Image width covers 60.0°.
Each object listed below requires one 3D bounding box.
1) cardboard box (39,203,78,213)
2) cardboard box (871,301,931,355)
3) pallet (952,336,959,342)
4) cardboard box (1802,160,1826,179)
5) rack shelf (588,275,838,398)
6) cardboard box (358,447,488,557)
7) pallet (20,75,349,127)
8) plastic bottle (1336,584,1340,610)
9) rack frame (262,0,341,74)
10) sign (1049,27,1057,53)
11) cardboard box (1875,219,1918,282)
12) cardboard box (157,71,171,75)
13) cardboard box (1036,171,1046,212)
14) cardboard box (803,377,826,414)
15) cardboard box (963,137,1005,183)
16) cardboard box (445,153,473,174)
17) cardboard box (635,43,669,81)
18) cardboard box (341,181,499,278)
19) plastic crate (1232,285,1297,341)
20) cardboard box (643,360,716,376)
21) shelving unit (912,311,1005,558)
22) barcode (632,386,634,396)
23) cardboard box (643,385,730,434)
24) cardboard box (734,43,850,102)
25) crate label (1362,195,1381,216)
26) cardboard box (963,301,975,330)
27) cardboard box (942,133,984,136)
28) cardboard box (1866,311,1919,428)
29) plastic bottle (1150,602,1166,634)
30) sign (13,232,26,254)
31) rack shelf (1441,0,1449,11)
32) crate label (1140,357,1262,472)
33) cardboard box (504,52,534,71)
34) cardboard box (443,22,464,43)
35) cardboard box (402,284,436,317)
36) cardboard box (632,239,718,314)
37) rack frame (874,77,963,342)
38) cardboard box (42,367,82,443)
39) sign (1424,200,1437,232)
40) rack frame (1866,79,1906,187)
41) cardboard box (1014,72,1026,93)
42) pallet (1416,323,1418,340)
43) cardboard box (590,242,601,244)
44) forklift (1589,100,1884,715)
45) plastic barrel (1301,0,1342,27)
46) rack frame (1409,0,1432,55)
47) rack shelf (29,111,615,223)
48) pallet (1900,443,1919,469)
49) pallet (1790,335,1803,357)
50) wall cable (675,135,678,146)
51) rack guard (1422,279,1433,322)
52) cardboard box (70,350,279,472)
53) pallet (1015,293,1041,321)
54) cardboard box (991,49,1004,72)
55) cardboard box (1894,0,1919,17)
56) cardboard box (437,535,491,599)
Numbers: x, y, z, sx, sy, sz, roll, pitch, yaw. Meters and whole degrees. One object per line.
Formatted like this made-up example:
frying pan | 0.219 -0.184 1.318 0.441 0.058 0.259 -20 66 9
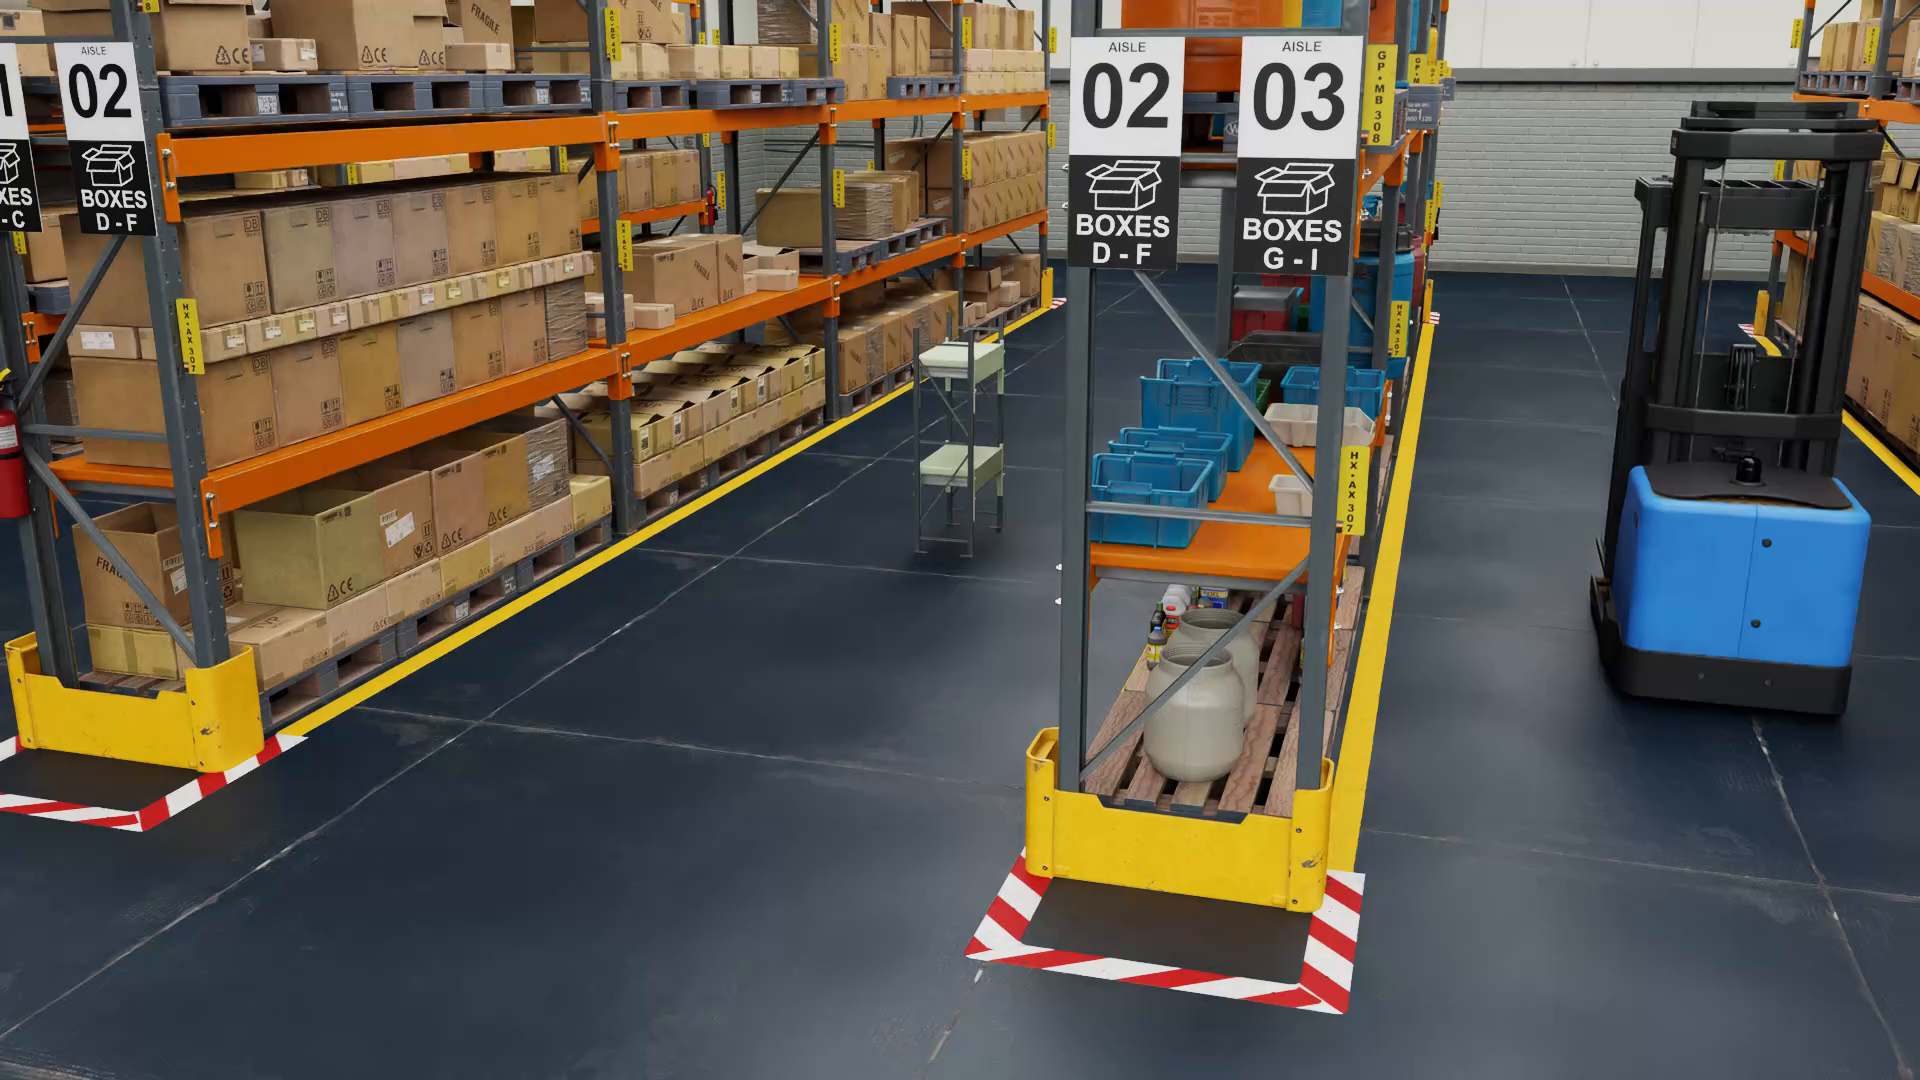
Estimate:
cardboard box | -7.140 -2.438 13.439 0.700 0.500 0.500 6 17 22
cardboard box | -0.616 -2.210 17.399 0.500 0.500 0.500 5 17 17
pallet | -0.654 -2.055 18.187 1.003 0.211 1.213 5 16 16
cardboard box | 9.496 -3.950 18.113 0.500 0.500 0.500 4 16 14
rack shelf | -2.164 -1.696 13.131 1.077 0.370 4.000 5 16 16
cardboard box | -3.075 -0.228 9.531 0.500 0.500 0.500 5 16 16
pallet | -3.644 -2.056 7.746 1.003 0.211 1.213 5 16 16
plastic bottle | 2.048 0.248 9.130 0.061 0.283 0.133 6 17 20
rack frame | -6.346 -5.835 15.410 1.000 3.000 0.127 5 16 16
sign | 1.204 -6.479 21.556 0.100 0.325 0.005 5 16 16
cardboard box | 8.383 -2.528 14.560 0.500 0.500 0.500 4 16 15
cardboard box | -6.901 -4.055 13.679 0.500 0.500 0.500 4 16 14
cardboard box | 0.811 -4.568 21.756 0.500 0.500 0.500 5 17 18
cardboard box | -1.512 -1.288 14.644 0.500 0.250 0.500 5 17 17
cardboard box | 0.237 -4.512 19.725 0.500 0.500 0.500 4 16 14
cardboard box | -5.541 -4.015 17.848 0.500 0.250 0.500 4 16 15
cardboard box | -2.395 -3.396 11.815 0.500 0.250 0.500 3 16 10
cardboard box | -3.138 -1.811 9.658 0.700 0.500 0.500 5 16 16
plastic crate | 1.860 -1.315 10.352 0.402 0.464 0.583 5 16 16
cardboard box | -2.315 -1.329 13.760 0.500 0.311 0.500 4 16 14
shelving unit | -0.002 -0.720 11.119 0.431 1.500 0.755 5 16 16
barcode | -2.261 -1.025 11.460 0.001 0.075 0.075 5 16 16
cardboard box | -2.083 -1.023 12.681 0.500 0.311 0.500 4 16 14
cardboard box | -1.504 -4.174 14.866 0.910 0.500 0.500 5 16 16
crate label | 5.040 -4.183 20.776 0.416 0.233 0.303 5 16 16
cardboard box | -0.132 -2.623 19.202 0.500 0.311 0.500 5 16 16
cardboard box | 0.010 -4.824 20.825 0.500 0.500 0.500 5 17 17
cardboard box | 8.378 -1.388 13.849 1.225 0.875 0.875 5 16 16
plastic bottle | 0.996 0.461 8.378 0.061 0.283 0.133 5 17 17
sign | -6.961 -2.279 12.280 0.100 0.325 0.005 5 16 16
rack shelf | 4.857 -6.098 18.388 1.077 0.370 4.000 5 16 16
crate label | 1.142 -0.607 7.908 0.502 0.435 0.616 5 16 16
cardboard box | -5.240 -5.814 20.154 0.500 0.250 0.500 5 17 16
cardboard box | -3.282 -2.936 9.824 0.500 0.311 0.500 4 16 13
cardboard box | -3.114 -1.321 9.117 0.380 0.149 0.250 5 17 16
cardboard box | -2.207 -2.036 12.826 0.500 0.500 0.500 5 16 16
rack frame | -0.459 -3.612 18.567 1.000 3.000 0.127 5 16 16
cardboard box | -7.290 -1.105 13.504 0.700 0.500 0.500 5 17 18
sign | 4.816 -3.317 17.020 0.100 0.325 0.005 5 16 16
rack frame | 9.038 -2.843 15.855 1.000 3.000 0.127 5 16 16
cardboard box | 0.502 -5.613 20.399 0.500 0.250 0.500 5 16 16
pallet | 4.806 -2.401 19.408 1.003 0.211 1.213 5 16 16
cardboard box | -4.691 -3.879 22.130 0.380 0.149 0.250 5 17 16
forklift | 4.247 -0.922 9.208 1.130 2.935 3.031 5 17 16
plastic barrel | 1.630 -2.768 8.407 0.600 0.901 0.708 5 16 16
rack frame | 3.152 -5.067 12.701 1.000 3.000 0.127 5 16 16
rack shelf | -3.301 -2.093 9.032 1.077 0.370 4.000 5 16 16
pallet | 8.197 -0.655 13.253 1.003 0.211 1.213 5 16 16
pallet | 9.674 -2.014 18.045 1.003 0.211 1.213 5 16 16
wall cable | -4.616 -5.939 24.909 0.084 1.984 1.851 5 16 16
rack guard | 5.420 -3.078 21.266 1.175 0.500 0.348 5 16 16
cardboard box | -3.724 -0.642 7.912 0.700 0.500 0.500 5 16 16
pallet | 0.430 -3.088 21.832 1.003 0.211 1.213 5 16 16
cardboard box | 0.211 -5.592 19.410 0.500 0.250 0.500 5 16 16
cardboard box | 9.311 -5.191 16.125 0.500 0.250 0.500 4 16 12
cardboard box | -3.076 0.133 9.633 0.500 0.250 0.500 5 16 16
